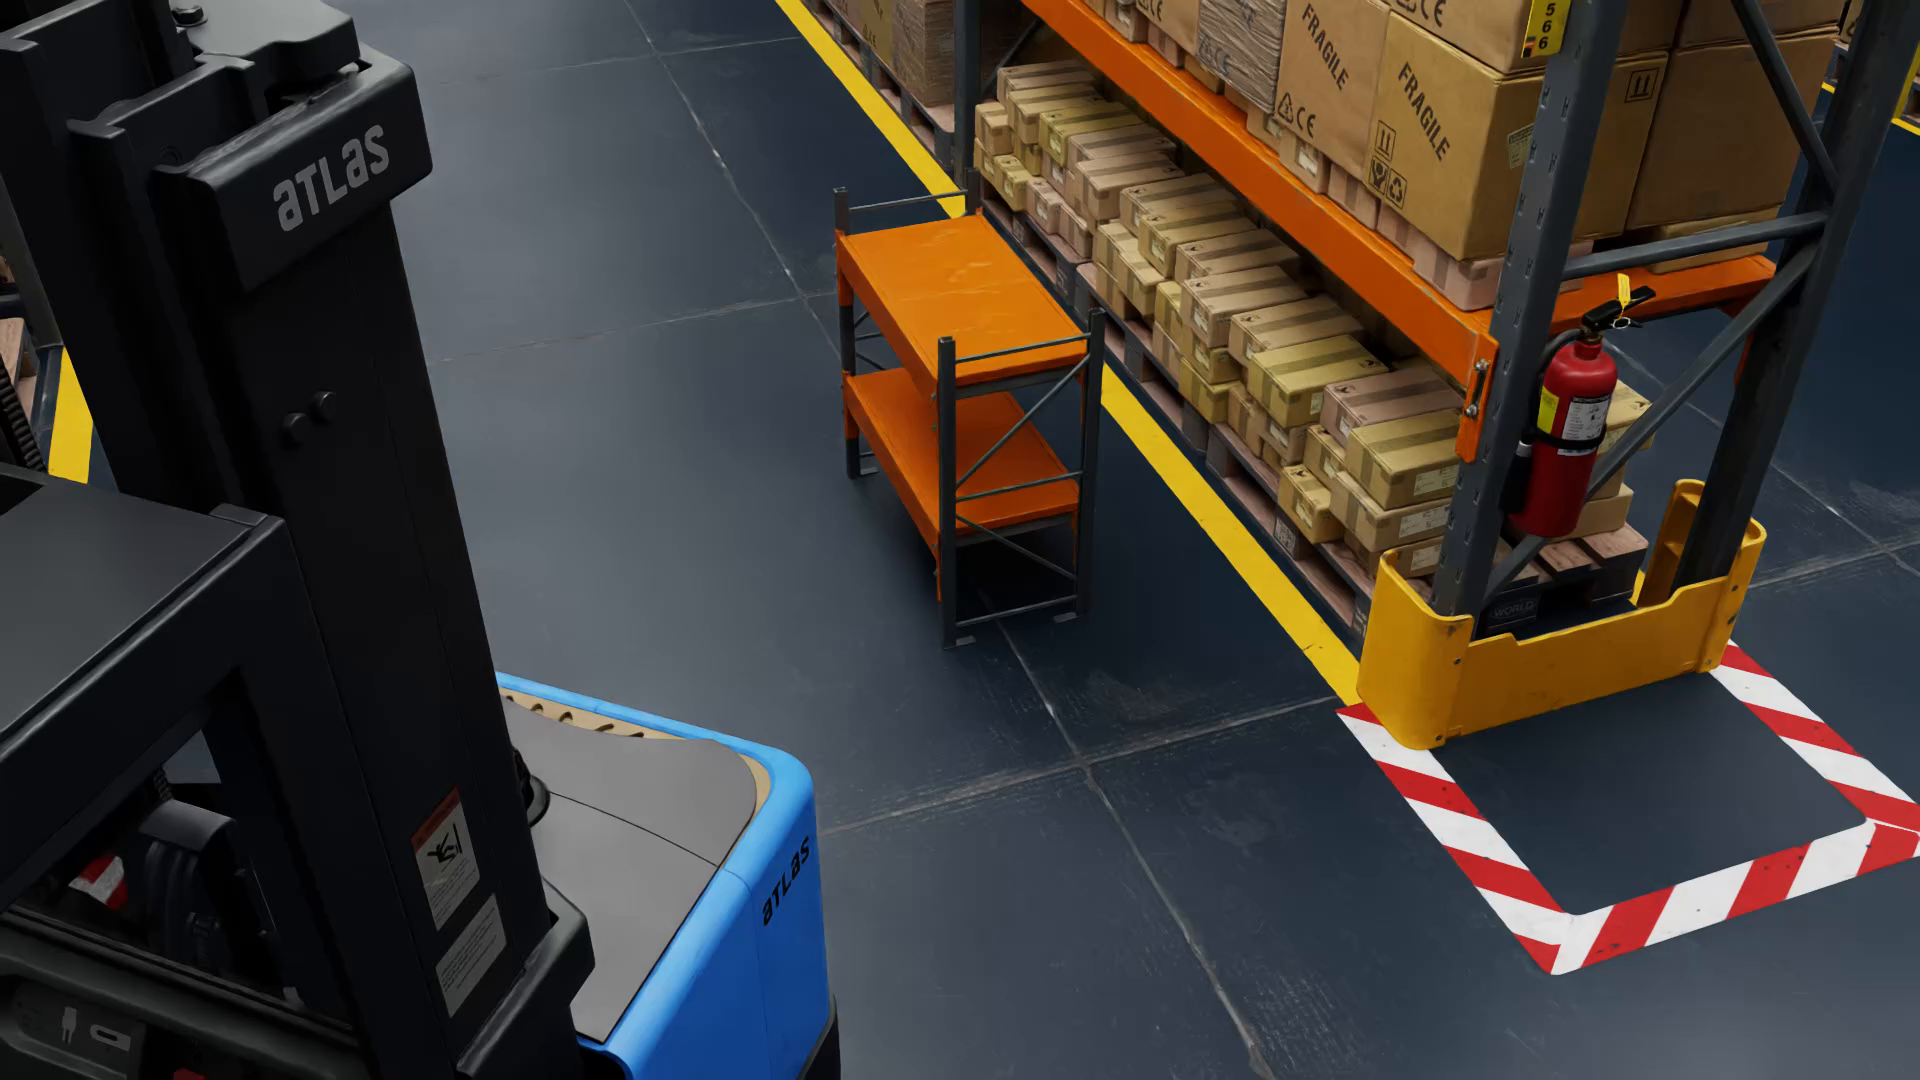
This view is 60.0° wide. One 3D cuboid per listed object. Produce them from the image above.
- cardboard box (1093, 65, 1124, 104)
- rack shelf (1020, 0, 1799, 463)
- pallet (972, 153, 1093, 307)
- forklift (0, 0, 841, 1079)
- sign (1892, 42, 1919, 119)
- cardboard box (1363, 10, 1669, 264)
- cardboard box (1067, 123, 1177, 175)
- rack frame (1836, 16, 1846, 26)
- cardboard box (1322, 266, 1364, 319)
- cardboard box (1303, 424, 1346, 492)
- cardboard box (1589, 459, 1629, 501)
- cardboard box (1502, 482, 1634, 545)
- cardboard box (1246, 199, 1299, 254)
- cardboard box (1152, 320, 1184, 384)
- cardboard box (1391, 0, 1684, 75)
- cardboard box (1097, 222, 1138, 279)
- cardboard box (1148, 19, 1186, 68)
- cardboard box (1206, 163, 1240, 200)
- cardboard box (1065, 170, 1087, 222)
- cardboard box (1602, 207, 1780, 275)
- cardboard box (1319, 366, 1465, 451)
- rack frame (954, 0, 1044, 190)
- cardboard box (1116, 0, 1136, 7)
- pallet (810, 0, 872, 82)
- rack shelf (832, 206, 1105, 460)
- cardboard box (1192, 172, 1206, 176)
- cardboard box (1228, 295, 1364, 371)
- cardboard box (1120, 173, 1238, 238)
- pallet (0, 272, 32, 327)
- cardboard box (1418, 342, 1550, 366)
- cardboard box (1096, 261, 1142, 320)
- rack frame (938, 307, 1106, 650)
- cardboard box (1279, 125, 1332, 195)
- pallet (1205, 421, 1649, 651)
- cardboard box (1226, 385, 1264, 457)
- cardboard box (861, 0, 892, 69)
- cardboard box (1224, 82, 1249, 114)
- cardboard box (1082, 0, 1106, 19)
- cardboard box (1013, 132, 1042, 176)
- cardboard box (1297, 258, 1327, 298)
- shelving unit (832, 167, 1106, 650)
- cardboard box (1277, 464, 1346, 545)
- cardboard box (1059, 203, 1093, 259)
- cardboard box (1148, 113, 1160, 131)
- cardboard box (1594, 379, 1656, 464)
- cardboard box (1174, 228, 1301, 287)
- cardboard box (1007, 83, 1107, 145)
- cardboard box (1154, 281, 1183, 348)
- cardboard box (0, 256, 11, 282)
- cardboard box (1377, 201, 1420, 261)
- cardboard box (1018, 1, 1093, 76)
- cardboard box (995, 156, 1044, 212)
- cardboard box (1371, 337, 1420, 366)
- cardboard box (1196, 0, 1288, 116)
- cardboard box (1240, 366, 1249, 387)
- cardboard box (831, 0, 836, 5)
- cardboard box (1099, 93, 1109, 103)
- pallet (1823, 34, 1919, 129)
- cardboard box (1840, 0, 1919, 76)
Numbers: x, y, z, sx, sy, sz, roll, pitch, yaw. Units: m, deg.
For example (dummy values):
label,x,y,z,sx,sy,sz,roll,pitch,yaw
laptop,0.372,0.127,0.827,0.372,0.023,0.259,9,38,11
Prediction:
label,x,y,z,sx,sy,sz,roll,pitch,yaw
cardboard box,0.828,-2.118,7.595,0.380,0.149,0.250,-11,38,-15
rack shelf,1.150,-1.581,5.954,1.077,0.370,4.000,-12,39,-16
pallet,0.726,-1.513,7.583,1.003,0.211,1.213,-12,39,-16
forklift,-1.281,0.855,2.179,1.130,2.935,3.031,13,39,16
sign,2.348,-1.197,4.127,0.100,0.325,0.005,-12,39,-16
cardboard box,1.442,-1.098,4.385,0.500,0.500,0.500,-12,39,-15
cardboard box,0.669,-1.585,6.887,0.380,0.149,0.250,-13,39,-17
rack frame,5.153,-3.968,8.525,1.000,3.000,0.127,-12,39,-16
cardboard box,1.553,-0.953,6.048,0.380,0.149,0.250,-11,38,-14
cardboard box,1.349,-0.285,5.408,0.380,0.149,0.250,-13,39,-17
cardboard box,1.899,-0.236,5.343,0.380,0.149,0.250,-11,38,-14
cardboard box,1.958,-0.130,5.450,0.380,0.149,0.250,-12,39,-15
cardboard box,1.329,-1.233,6.420,0.380,0.149,0.250,-12,39,-16
cardboard box,0.948,-0.740,6.260,0.380,0.149,0.250,-12,39,-15
cardboard box,1.447,-1.504,4.092,0.500,0.500,0.500,-13,39,-17
cardboard box,0.765,-1.152,6.559,0.380,0.149,0.250,-13,39,-16
cardboard box,0.886,-1.795,5.848,0.380,0.149,0.250,-11,38,-14
cardboard box,1.242,-1.546,6.836,0.380,0.149,0.250,-14,39,-18
cardboard box,0.665,-1.468,6.979,0.380,0.149,0.250,-14,39,-18
cardboard box,2.034,-0.889,4.647,0.380,0.149,0.250,-13,39,-16
cardboard box,1.385,-0.406,5.322,0.380,0.149,0.250,-12,39,-15
rack frame,0.462,-2.999,7.238,1.000,3.000,0.127,-12,39,-16
cardboard box,0.712,-2.255,5.921,0.500,0.500,0.500,-13,39,-17
pallet,-0.231,-3.015,9.577,1.003,0.211,1.213,-12,39,-16
rack shelf,0.002,-0.679,5.230,0.538,0.278,1.000,-12,39,-16
cardboard box,1.182,-1.434,6.934,0.380,0.149,0.250,-12,38,-15
cardboard box,1.147,-0.685,5.693,0.380,0.149,0.250,-14,39,-18
cardboard box,0.851,-1.287,6.492,0.380,0.149,0.250,-14,39,-18
pallet,-4.488,-1.223,7.198,1.003,0.211,1.213,-12,39,-16
cardboard box,1.803,-0.672,5.674,0.380,0.149,0.250,-13,39,-16
cardboard box,0.770,-1.031,6.646,0.380,0.149,0.250,-13,39,-17
rack frame,0.177,-0.158,5.025,0.500,1.125,0.032,-12,39,-16
cardboard box,1.200,-1.190,5.046,0.380,0.149,0.250,-11,38,-15
pallet,1.566,-0.134,5.753,1.003,0.211,1.213,-12,39,-16
cardboard box,1.170,-0.450,5.875,0.380,0.149,0.250,-12,39,-15
cardboard box,-0.206,-2.824,8.734,0.500,0.500,0.500,-13,39,-17
cardboard box,1.100,-1.510,5.471,0.380,0.149,0.250,-14,39,-18
cardboard box,0.665,-2.089,6.240,0.380,0.149,0.250,-12,39,-15
cardboard box,0.457,-1.751,7.355,0.380,0.149,0.250,-12,39,-16
cardboard box,1.391,-0.964,6.311,0.380,0.149,0.250,-11,38,-14
shelving unit,0.002,-0.445,5.406,0.538,1.125,1.048,-12,39,-16
cardboard box,1.278,-0.146,5.472,0.380,0.149,0.250,-11,38,-15
cardboard box,0.645,-1.342,7.059,0.380,0.149,0.250,-13,39,-17
cardboard box,1.046,-1.843,7.229,0.380,0.149,0.250,-13,39,-16
cardboard box,1.977,-0.372,5.277,0.380,0.149,0.250,-14,39,-18
cardboard box,1.016,-0.997,6.107,0.380,0.149,0.250,-14,39,-17
cardboard box,0.425,-1.860,7.252,0.380,0.149,0.250,-11,38,-14
cardboard box,0.947,-0.858,6.169,0.380,0.149,0.250,-11,38,-14
cardboard box,-4.440,-1.569,6.757,0.875,0.875,0.875,-11,38,-15
cardboard box,1.410,-0.913,4.677,0.380,0.149,0.250,-13,39,-16
cardboard box,0.456,-2.640,8.491,0.500,0.500,0.500,-11,38,-14
cardboard box,0.377,-1.605,7.408,0.380,0.149,0.250,-11,38,-15
cardboard box,1.704,-0.690,5.946,0.380,0.149,0.250,-11,38,-15
cardboard box,1.086,-1.675,5.150,0.500,0.500,0.500,-12,39,-16
cardboard box,1.212,-0.592,5.816,0.380,0.149,0.250,-13,39,-16
cardboard box,-0.554,-3.403,9.503,0.500,0.500,0.500,-13,39,-17
cardboard box,0.868,-2.034,7.731,0.380,0.149,0.250,-12,39,-15
pallet,5.342,-2.409,8.772,1.003,0.211,1.213,-12,39,-16
cardboard box,5.305,-2.898,8.521,0.875,0.875,0.875,-12,39,-16
